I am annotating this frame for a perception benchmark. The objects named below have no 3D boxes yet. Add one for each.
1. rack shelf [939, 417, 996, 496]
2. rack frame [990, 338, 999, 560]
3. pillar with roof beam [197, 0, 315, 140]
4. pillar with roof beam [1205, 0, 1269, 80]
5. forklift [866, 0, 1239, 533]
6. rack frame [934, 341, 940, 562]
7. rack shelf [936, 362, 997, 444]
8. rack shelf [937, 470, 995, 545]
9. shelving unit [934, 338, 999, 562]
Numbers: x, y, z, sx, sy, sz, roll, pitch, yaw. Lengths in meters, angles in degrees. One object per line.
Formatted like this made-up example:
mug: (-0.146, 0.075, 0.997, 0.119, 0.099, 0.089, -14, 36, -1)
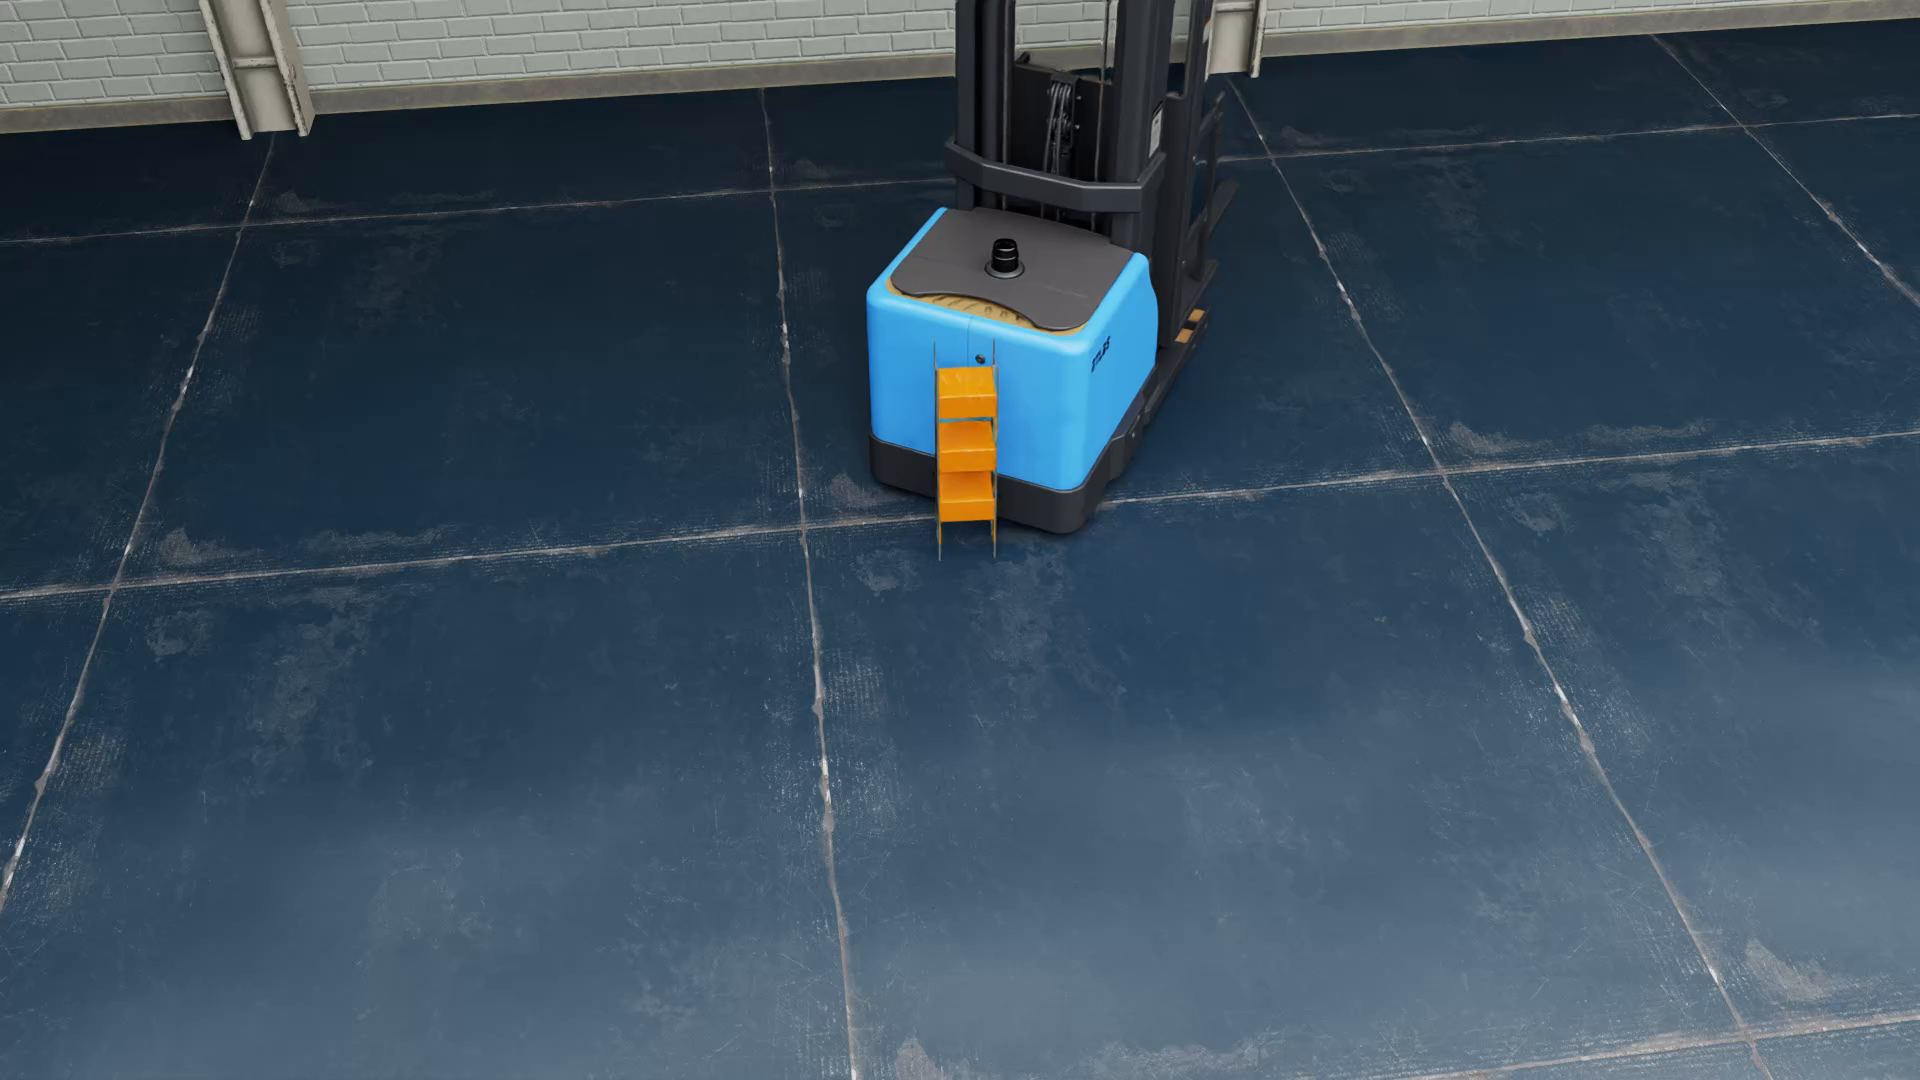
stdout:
rack shelf: (0.024, -0.356, 7.092, 0.240, 0.259, 0.215, -3, 42, -3)
rack frame: (0.146, -0.370, 7.091, 0.008, 1.050, 0.200, -3, 42, -3)
pillar with roof beam: (-3.666, -3.053, 4.131, 0.400, 9.000, 9.100, -5, 42, -6)
pillar with roof beam: (2.283, -3.574, 4.709, 0.400, 9.000, 9.100, -5, 42, -6)
forklift: (0.646, -2.109, 7.615, 1.130, 2.935, 3.031, 17, 45, 18)
rack frame: (-0.097, -0.359, 7.079, 0.008, 1.050, 0.200, -3, 42, -3)
rack shelf: (0.024, -0.567, 6.902, 0.240, 0.259, 0.215, -3, 42, -3)
rack shelf: (0.024, -0.150, 7.278, 0.240, 0.259, 0.215, -3, 42, -3)
shelving unit: (0.024, -0.364, 7.085, 0.252, 1.050, 0.215, -3, 42, -3)
